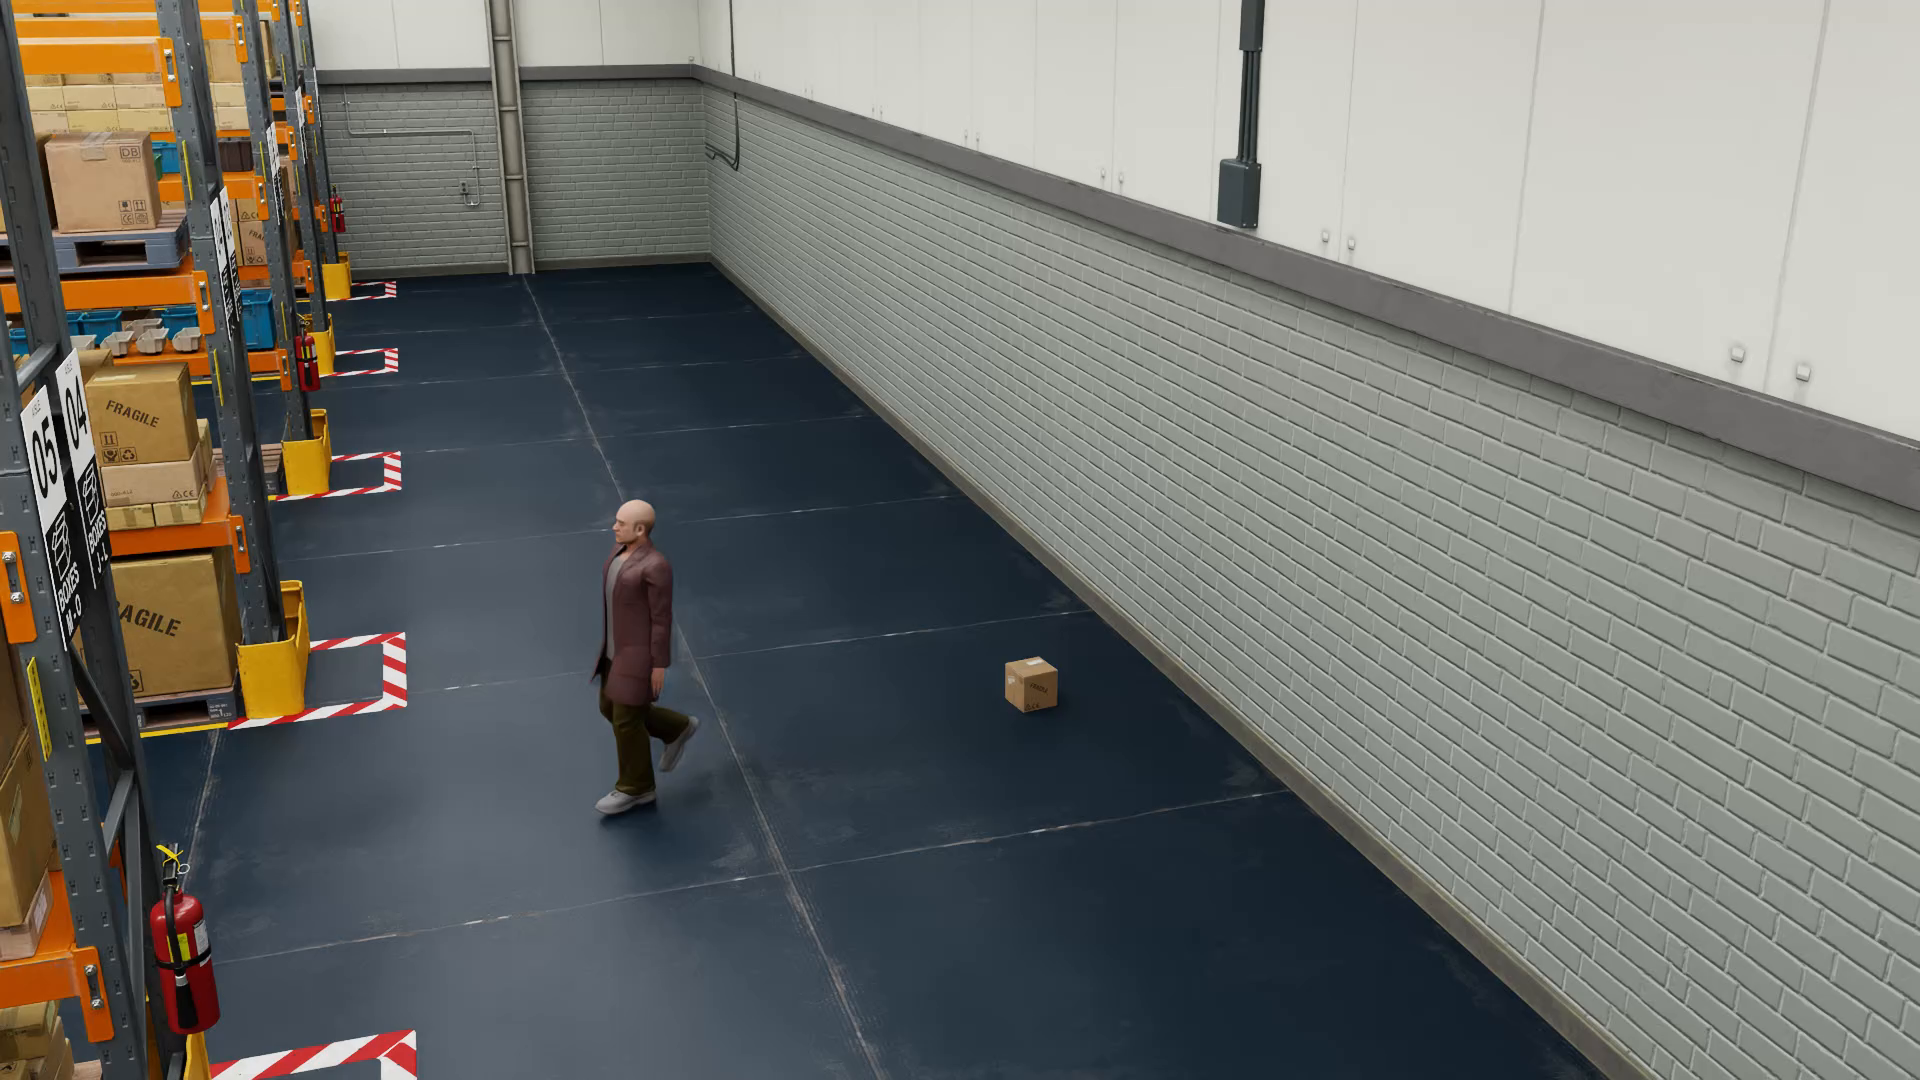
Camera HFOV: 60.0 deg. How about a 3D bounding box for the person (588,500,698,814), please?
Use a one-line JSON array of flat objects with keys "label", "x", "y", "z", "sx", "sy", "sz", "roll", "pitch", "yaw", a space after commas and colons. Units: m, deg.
[{"label": "person", "x": -1.773, "y": 0.615, "z": 9.240, "sx": 0.735, "sy": 1.760, "sz": 0.577, "roll": -13, "pitch": 23, "yaw": -33}]
